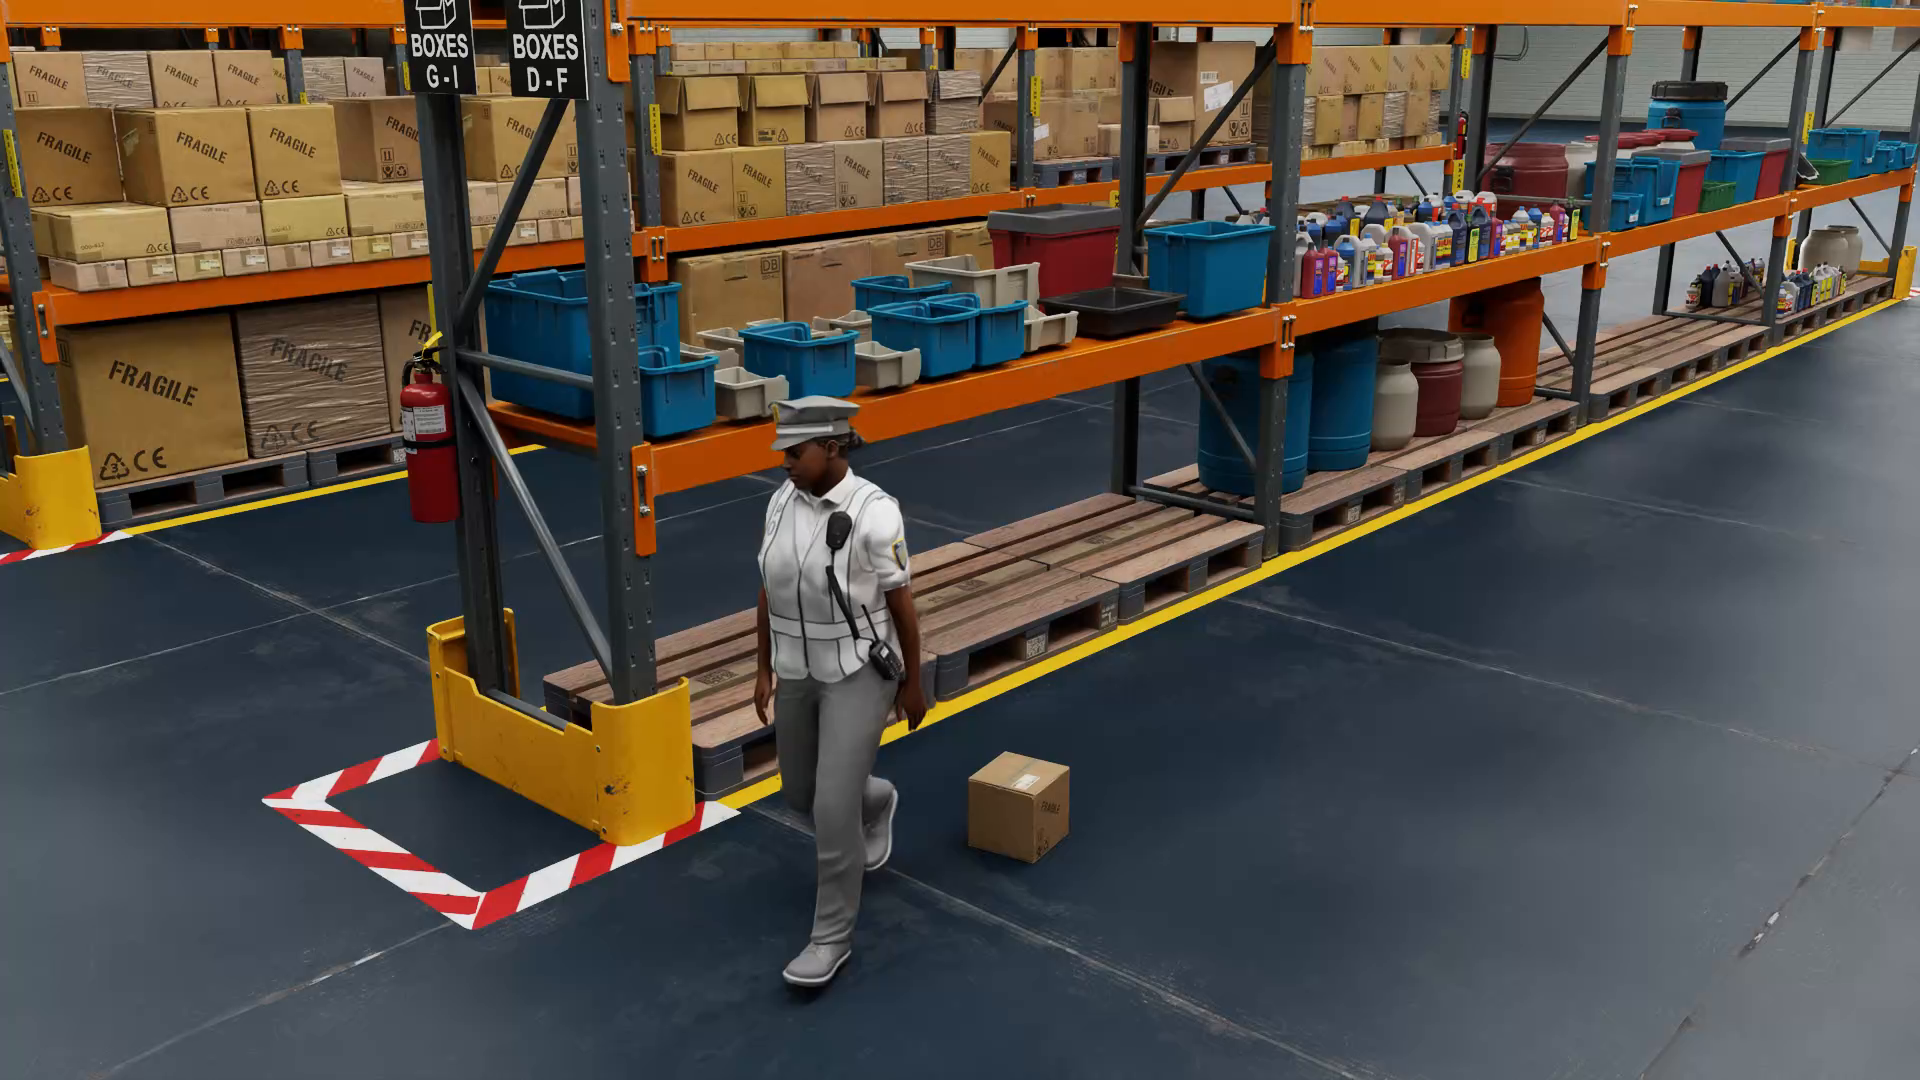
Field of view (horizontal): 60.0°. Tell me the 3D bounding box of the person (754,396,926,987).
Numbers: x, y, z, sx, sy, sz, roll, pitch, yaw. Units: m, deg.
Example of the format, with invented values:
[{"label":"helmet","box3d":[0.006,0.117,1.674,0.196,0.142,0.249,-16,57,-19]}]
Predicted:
[{"label":"person","box3d":[-0.352,0.379,4.805,0.479,1.626,0.847,10,20,29]}]
